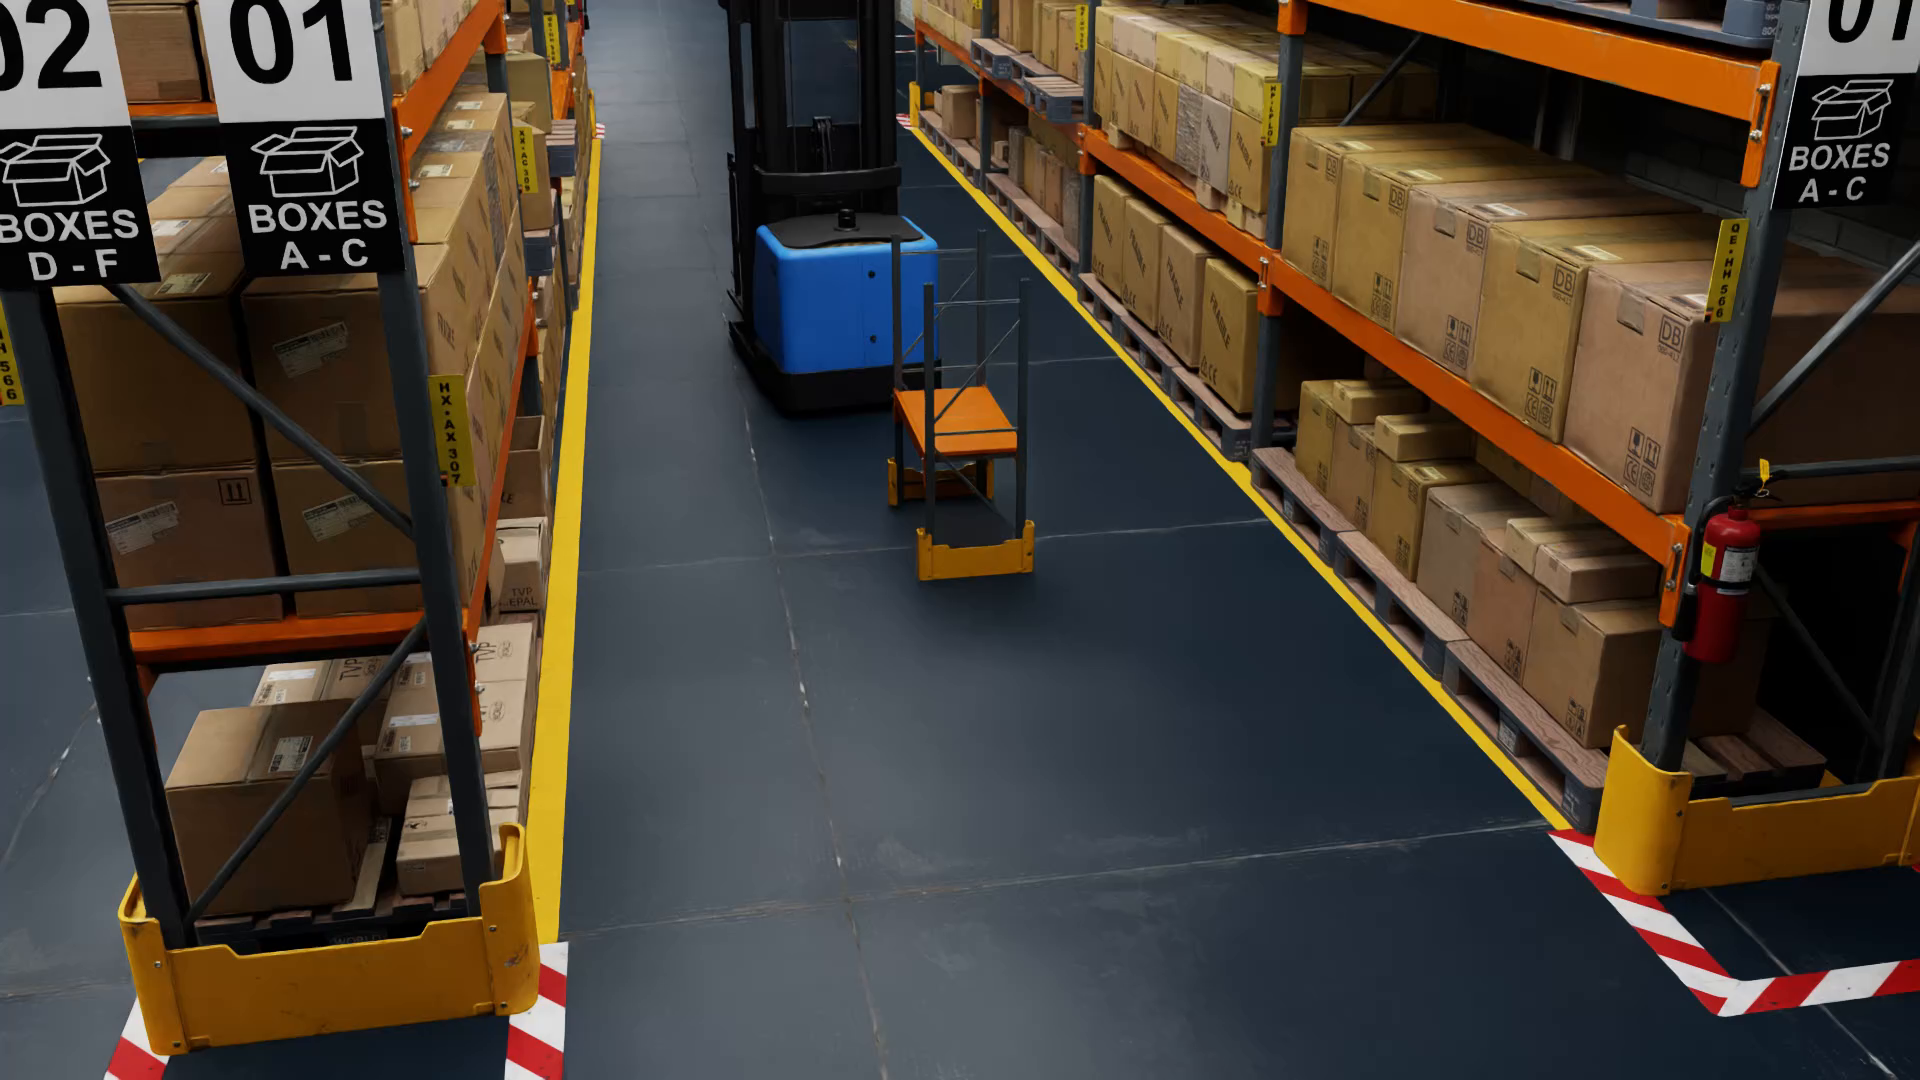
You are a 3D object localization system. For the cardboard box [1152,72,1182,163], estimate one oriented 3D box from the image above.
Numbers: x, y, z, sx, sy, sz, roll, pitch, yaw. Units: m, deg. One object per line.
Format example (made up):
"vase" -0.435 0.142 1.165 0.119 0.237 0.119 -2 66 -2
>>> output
"cardboard box" 1.565 -2.754 10.786 0.500 0.500 0.500 -4 24 -8

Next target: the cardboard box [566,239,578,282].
"cardboard box" -3.232 -2.171 12.883 0.500 0.250 0.500 -4 24 -10

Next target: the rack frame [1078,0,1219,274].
"rack frame" 1.444 -3.379 12.738 1.000 3.000 0.127 -4 24 -10

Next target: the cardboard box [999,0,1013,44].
"cardboard box" 0.765 -4.997 15.769 0.700 0.500 0.500 -4 24 -10

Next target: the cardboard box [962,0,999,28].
"cardboard box" 0.313 -5.399 16.590 0.500 0.500 0.500 -4 24 -10

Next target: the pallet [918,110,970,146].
"pallet" 0.094 -4.895 19.695 1.003 0.211 1.213 -4 24 -10

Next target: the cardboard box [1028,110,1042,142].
"cardboard box" 0.942 -3.891 15.547 0.500 0.250 0.500 -5 24 -11

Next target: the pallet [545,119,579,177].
"pallet" -3.229 -2.661 11.335 1.213 0.211 1.003 -4 24 -10

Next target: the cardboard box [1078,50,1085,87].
"cardboard box" 1.348 -3.810 13.052 0.700 0.500 0.500 -7 25 -16

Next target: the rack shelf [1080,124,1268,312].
"rack shelf" 1.814 -2.262 11.081 1.077 0.370 4.000 -4 24 -10

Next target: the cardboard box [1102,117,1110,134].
"cardboard box" 1.278 -3.126 12.449 0.380 0.149 0.250 -5 24 -11

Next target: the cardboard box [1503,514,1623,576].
"cardboard box" 2.445 0.018 6.748 0.380 0.149 0.250 -4 24 -8

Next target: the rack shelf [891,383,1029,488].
"rack shelf" -0.016 -0.556 8.599 0.538 0.185 1.000 -4 24 -10

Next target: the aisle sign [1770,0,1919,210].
"aisle sign" 2.642 -1.373 4.898 0.394 0.787 0.004 -4 24 -10

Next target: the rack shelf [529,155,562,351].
"rack shelf" -3.053 -1.894 10.238 1.077 0.370 4.000 -4 24 -10

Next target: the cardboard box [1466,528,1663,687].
"cardboard box" 2.603 0.256 7.014 0.700 0.500 0.500 -4 24 -10

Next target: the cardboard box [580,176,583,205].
"cardboard box" -3.710 -3.176 15.184 0.500 0.250 0.500 -5 24 -11

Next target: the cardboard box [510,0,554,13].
"cardboard box" -4.022 -5.047 15.623 0.380 0.149 0.250 -4 24 -10

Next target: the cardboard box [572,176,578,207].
"cardboard box" -3.525 -3.037 14.165 0.500 0.311 0.500 -5 24 -10

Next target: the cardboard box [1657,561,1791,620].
"cardboard box" 2.916 0.190 6.355 0.380 0.149 0.250 -4 24 -9

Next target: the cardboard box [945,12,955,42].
"cardboard box" 0.127 -5.450 17.642 0.500 0.250 0.500 -4 24 -10

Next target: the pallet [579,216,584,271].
"pallet" -3.759 -2.538 14.298 1.003 0.211 1.213 -4 24 -10

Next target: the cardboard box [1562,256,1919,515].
"cardboard box" 2.819 -0.569 5.931 0.980 0.700 0.700 -3 24 -7

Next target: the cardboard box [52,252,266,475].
"cardboard box" -2.297 -0.523 4.825 0.500 0.500 0.500 -5 24 -10

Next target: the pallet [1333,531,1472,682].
"pallet" 2.477 0.258 7.895 1.003 0.211 1.213 -4 24 -10

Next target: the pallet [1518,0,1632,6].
"pallet" 2.547 -2.338 6.718 1.003 0.211 1.213 -4 24 -10

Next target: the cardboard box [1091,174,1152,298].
"cardboard box" 1.451 -2.287 12.400 0.750 0.750 0.750 -5 24 -10

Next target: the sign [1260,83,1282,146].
"sign" 1.652 -2.256 8.819 0.100 0.325 0.005 -4 24 -10

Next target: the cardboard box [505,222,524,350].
"cardboard box" -2.242 -1.103 7.402 0.500 0.500 0.500 -4 24 -8

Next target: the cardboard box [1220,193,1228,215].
"cardboard box" 1.770 -2.014 9.903 0.380 0.149 0.250 -4 24 -8

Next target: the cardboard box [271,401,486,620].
"cardboard box" -1.767 -0.104 5.115 0.500 0.500 0.500 -4 24 -9

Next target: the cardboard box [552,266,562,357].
"cardboard box" -2.924 -1.513 11.039 0.500 0.500 0.500 -5 24 -12

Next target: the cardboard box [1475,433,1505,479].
"cardboard box" 2.633 -0.408 7.724 0.380 0.149 0.250 -5 24 -11

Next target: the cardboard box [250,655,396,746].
"cardboard box" -2.433 0.623 6.462 0.500 0.250 0.500 -4 24 -10

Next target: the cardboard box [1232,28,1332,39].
"cardboard box" 2.062 -3.148 10.752 0.500 0.250 0.500 -5 24 -11

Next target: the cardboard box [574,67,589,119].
"cardboard box" -4.312 -4.852 18.086 0.500 0.500 0.500 -4 24 -10

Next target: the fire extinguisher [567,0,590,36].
"fire extinguisher" -4.468 -6.203 19.301 0.296 0.674 0.183 -4 24 -10

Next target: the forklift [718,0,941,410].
"forklift" -1.032 -2.720 11.316 1.130 2.935 3.031 -7 25 -15

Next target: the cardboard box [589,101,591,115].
"cardboard box" -4.513 -4.901 19.134 0.500 0.250 0.500 -4 24 -10

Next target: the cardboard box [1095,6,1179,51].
"cardboard box" 1.280 -3.705 12.026 0.500 0.250 0.500 -4 24 -8

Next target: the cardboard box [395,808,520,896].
"cardboard box" -1.684 1.051 5.609 0.380 0.149 0.250 -4 24 -10

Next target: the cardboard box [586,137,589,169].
"cardboard box" -4.038 -3.918 16.884 0.500 0.250 0.500 -4 24 -10

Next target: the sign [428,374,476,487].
"sign" -1.411 -0.301 4.609 0.100 0.325 0.005 -4 24 -10

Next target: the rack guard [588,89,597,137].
"rack guard" -4.907 -5.021 19.622 1.175 0.500 0.348 -4 24 -10

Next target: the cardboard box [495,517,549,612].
"cardboard box" -2.161 0.091 7.603 0.500 0.311 0.500 -4 24 -10

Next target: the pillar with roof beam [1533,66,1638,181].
"pillar with roof beam" -1.067 -4.025 6.722 9.100 9.000 0.400 -4 24 -10

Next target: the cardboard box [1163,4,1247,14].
"cardboard box" 1.783 -3.754 12.140 0.500 0.250 0.500 -4 24 -8

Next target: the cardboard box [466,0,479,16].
"cardboard box" -2.149 -2.178 6.429 0.500 0.250 0.500 -4 24 -10

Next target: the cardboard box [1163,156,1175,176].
"cardboard box" 1.572 -2.524 11.069 0.380 0.149 0.250 -4 24 -9

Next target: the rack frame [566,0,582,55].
"rack frame" -4.903 -6.157 19.100 1.000 3.000 0.127 -4 24 -10

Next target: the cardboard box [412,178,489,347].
"cardboard box" -1.959 -0.964 5.836 0.500 0.500 0.500 -4 24 -9

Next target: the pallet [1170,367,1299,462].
"pallet" 1.967 -0.825 10.376 1.003 0.211 1.213 -4 24 -10

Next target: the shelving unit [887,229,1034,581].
"shelving unit" -0.014 -0.717 8.518 0.587 1.500 1.083 -4 24 -10

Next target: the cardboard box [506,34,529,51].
"cardboard box" -3.847 -3.922 13.858 0.500 0.500 0.500 -4 24 -10

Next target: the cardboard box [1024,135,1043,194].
"cardboard box" 1.002 -3.520 15.636 0.700 0.500 0.500 -5 24 -11

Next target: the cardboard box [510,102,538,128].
"cardboard box" -2.741 -2.144 9.262 0.700 0.500 0.500 -1 24 -1
